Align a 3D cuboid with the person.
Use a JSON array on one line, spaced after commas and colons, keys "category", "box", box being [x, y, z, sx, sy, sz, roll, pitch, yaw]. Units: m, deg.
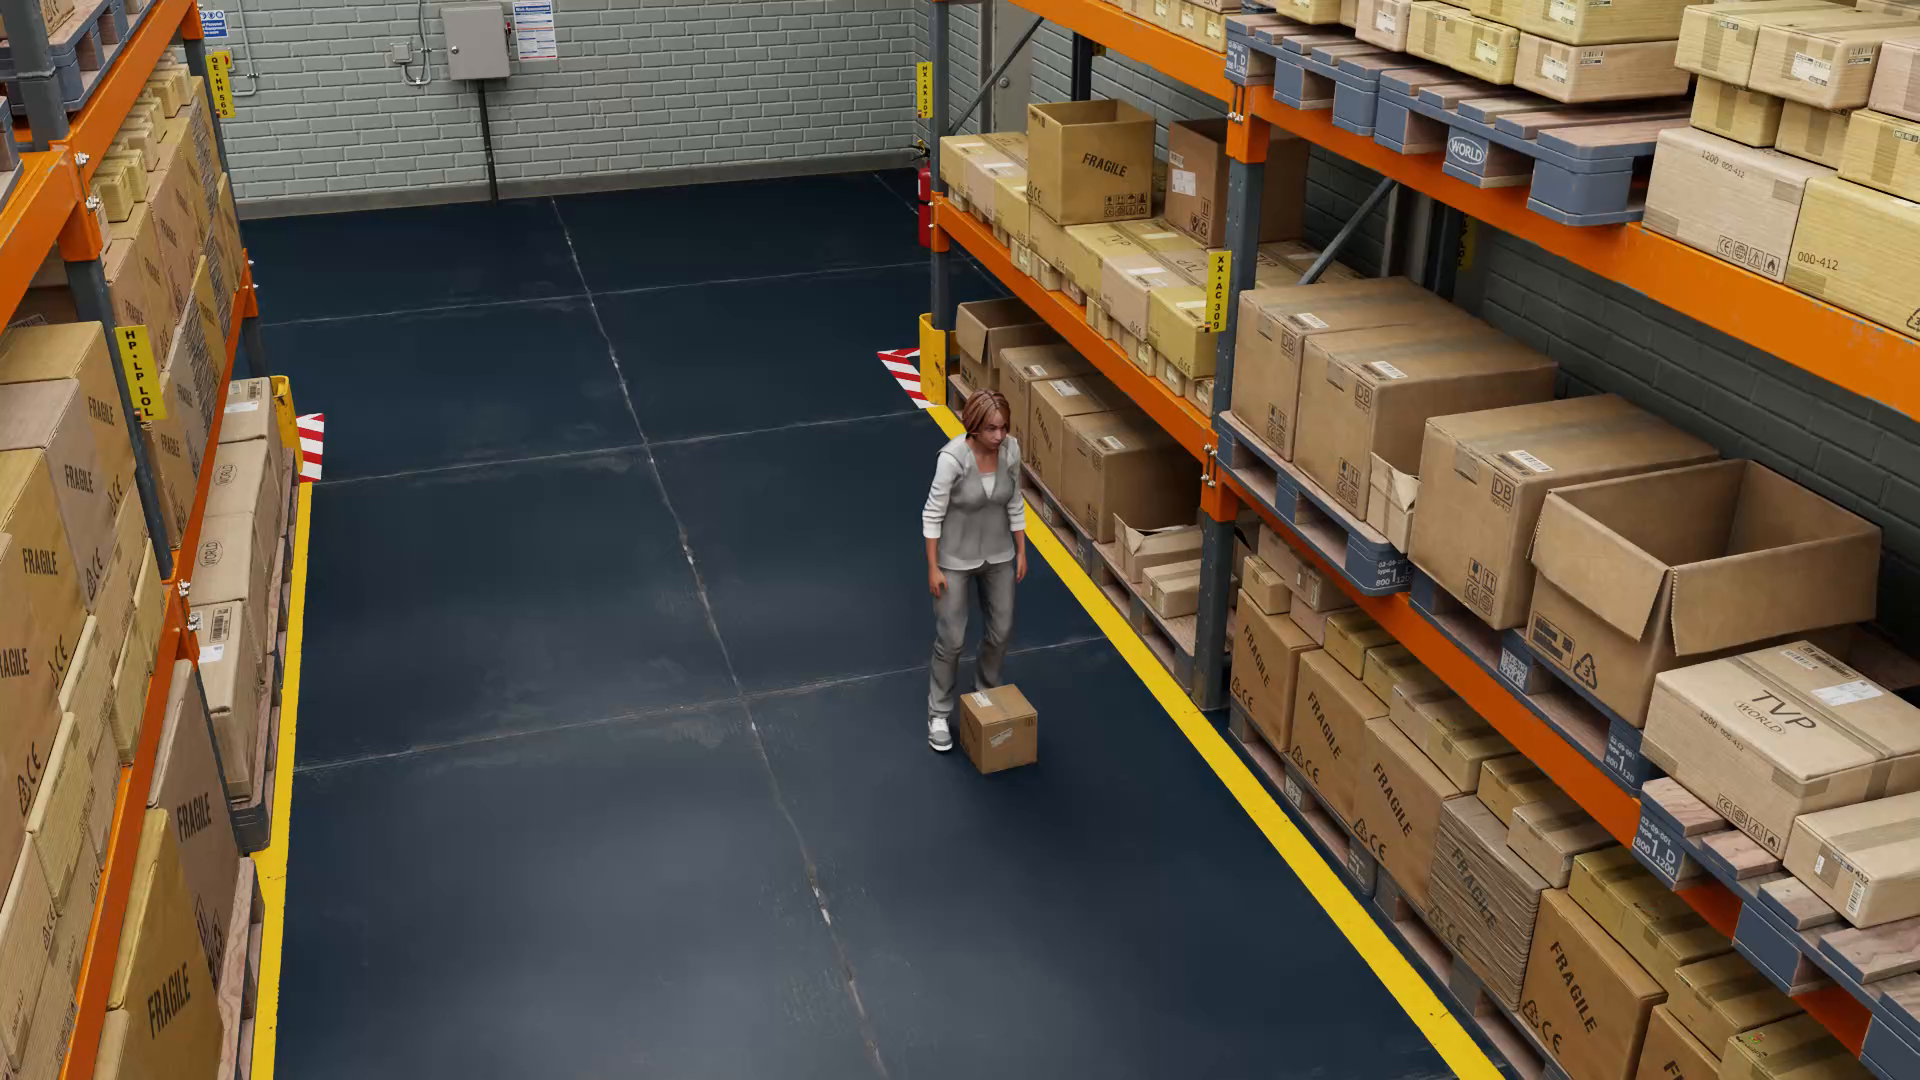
[{"category": "person", "box": [0.061, 0.101, 6.928, 0.485, 1.592, 0.347, -12, 29, -22]}]
